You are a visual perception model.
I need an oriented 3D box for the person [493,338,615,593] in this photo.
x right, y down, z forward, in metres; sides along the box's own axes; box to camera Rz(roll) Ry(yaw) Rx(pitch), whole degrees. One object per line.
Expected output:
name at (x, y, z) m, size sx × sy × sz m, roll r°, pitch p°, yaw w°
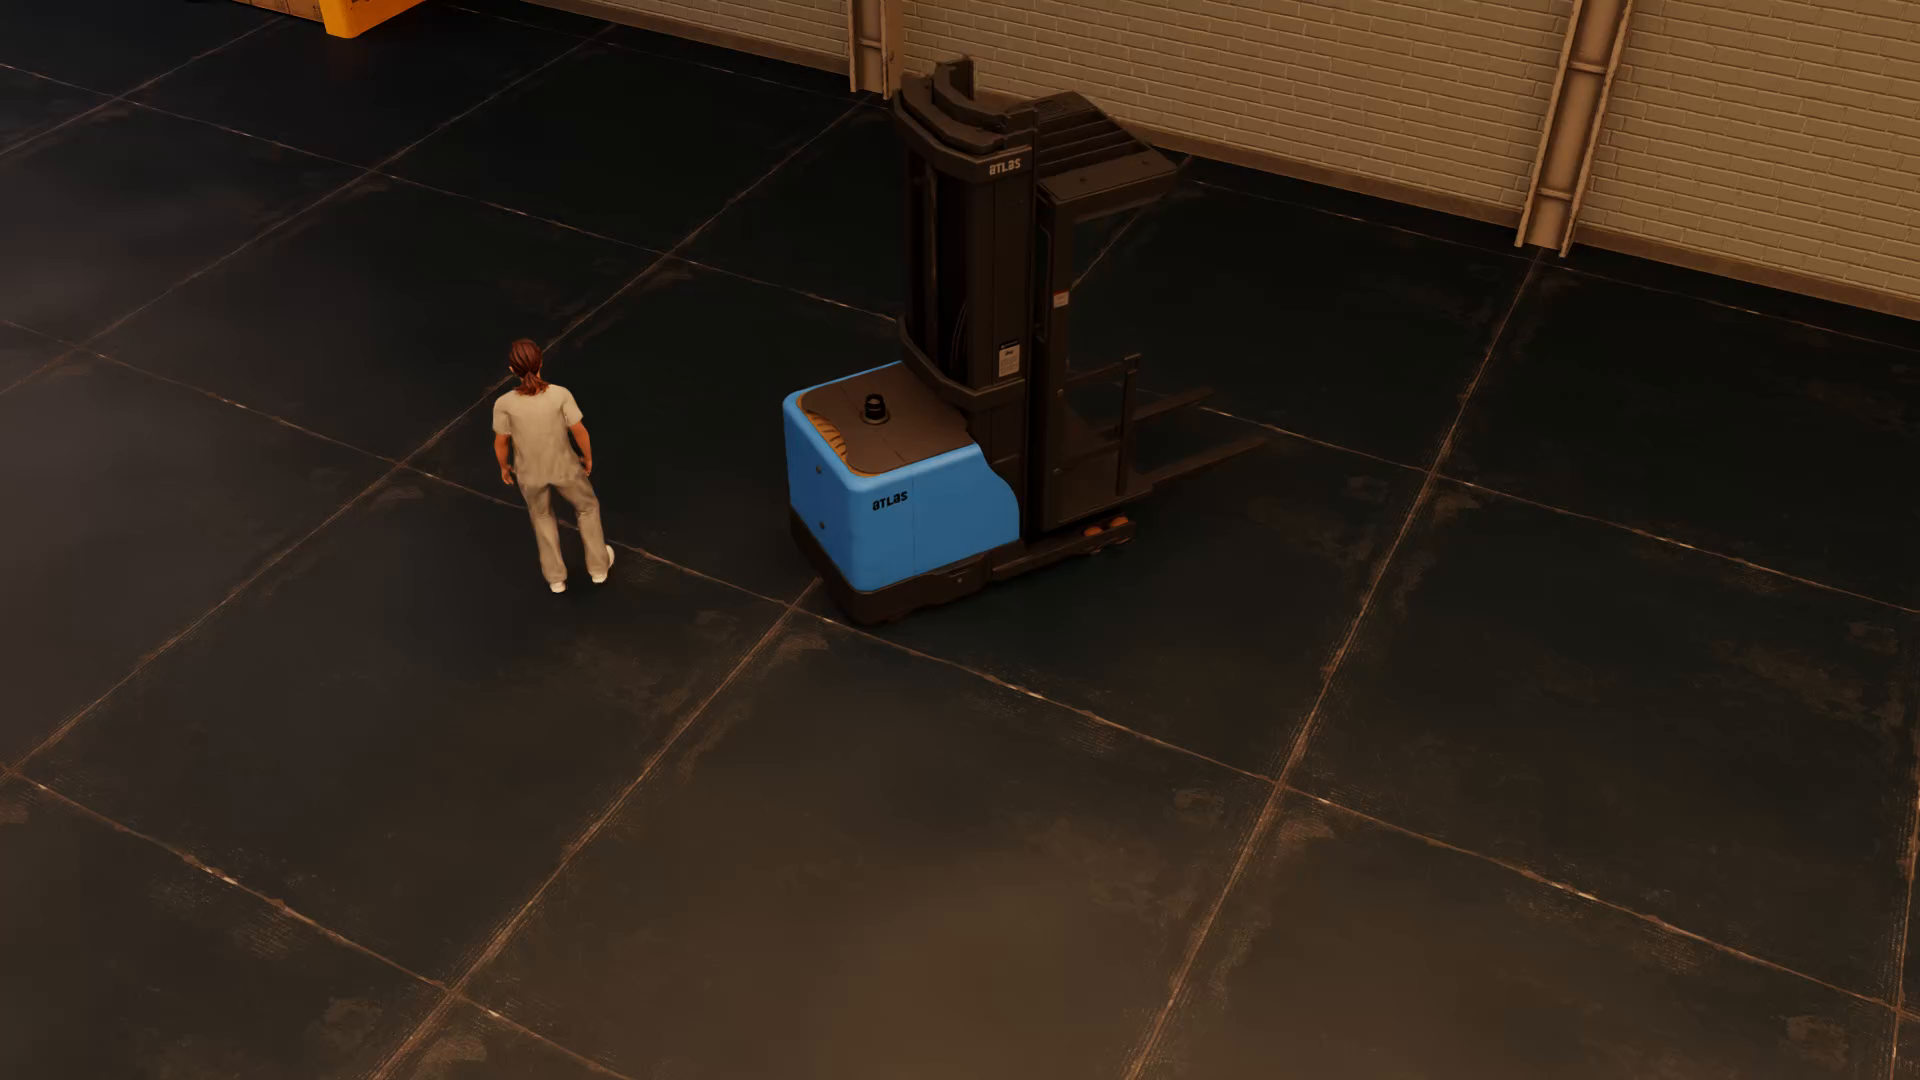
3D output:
person at (-2.341, -0.418, 9.475) m, size 0.543 × 1.658 × 0.352 m, roll -9°, pitch 41°, yaw -11°

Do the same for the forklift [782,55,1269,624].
forklift at (0.501, -1.319, 9.552) m, size 3.031 × 2.935 × 1.130 m, roll -19°, pitch 44°, yaw -21°
